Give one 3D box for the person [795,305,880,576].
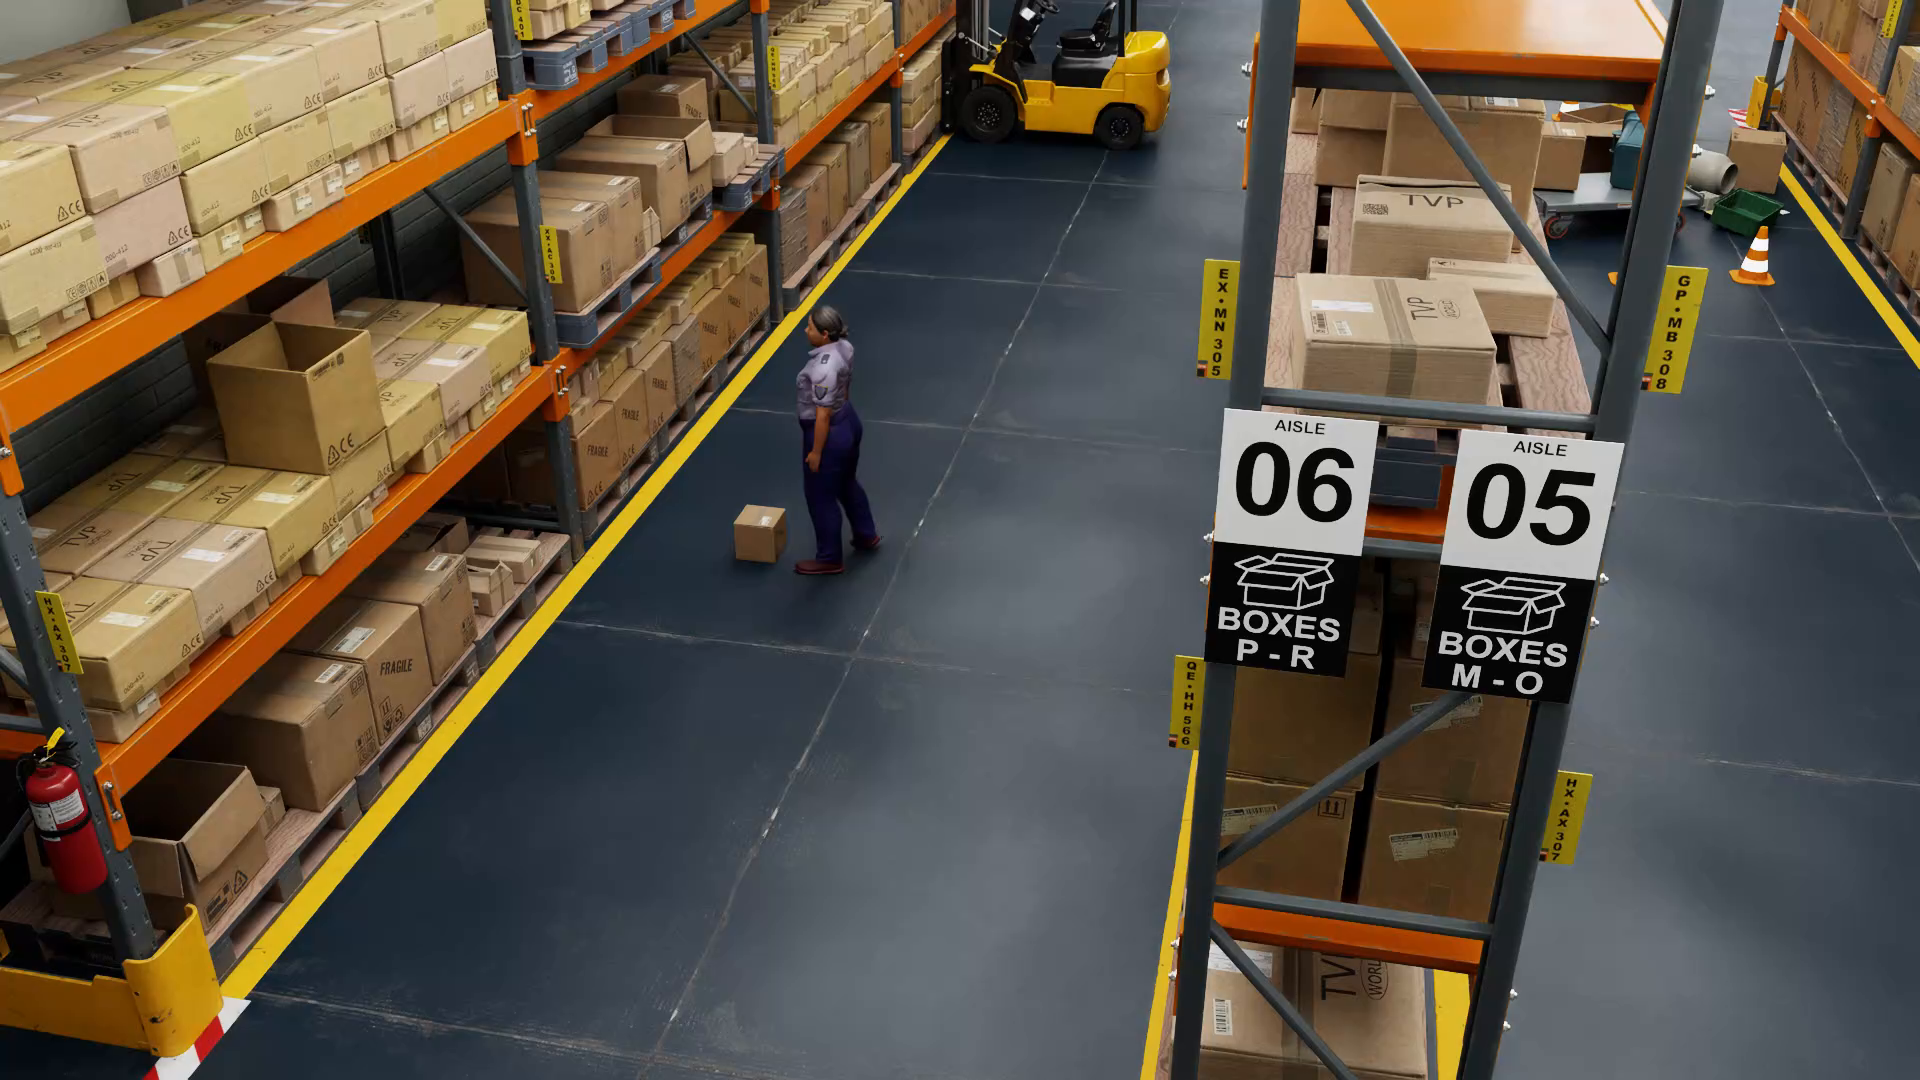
[{"bbox_3d":[-0.739,-0.580,9.738,0.440,1.716,0.579,6,30,11],"label":"person"}]
